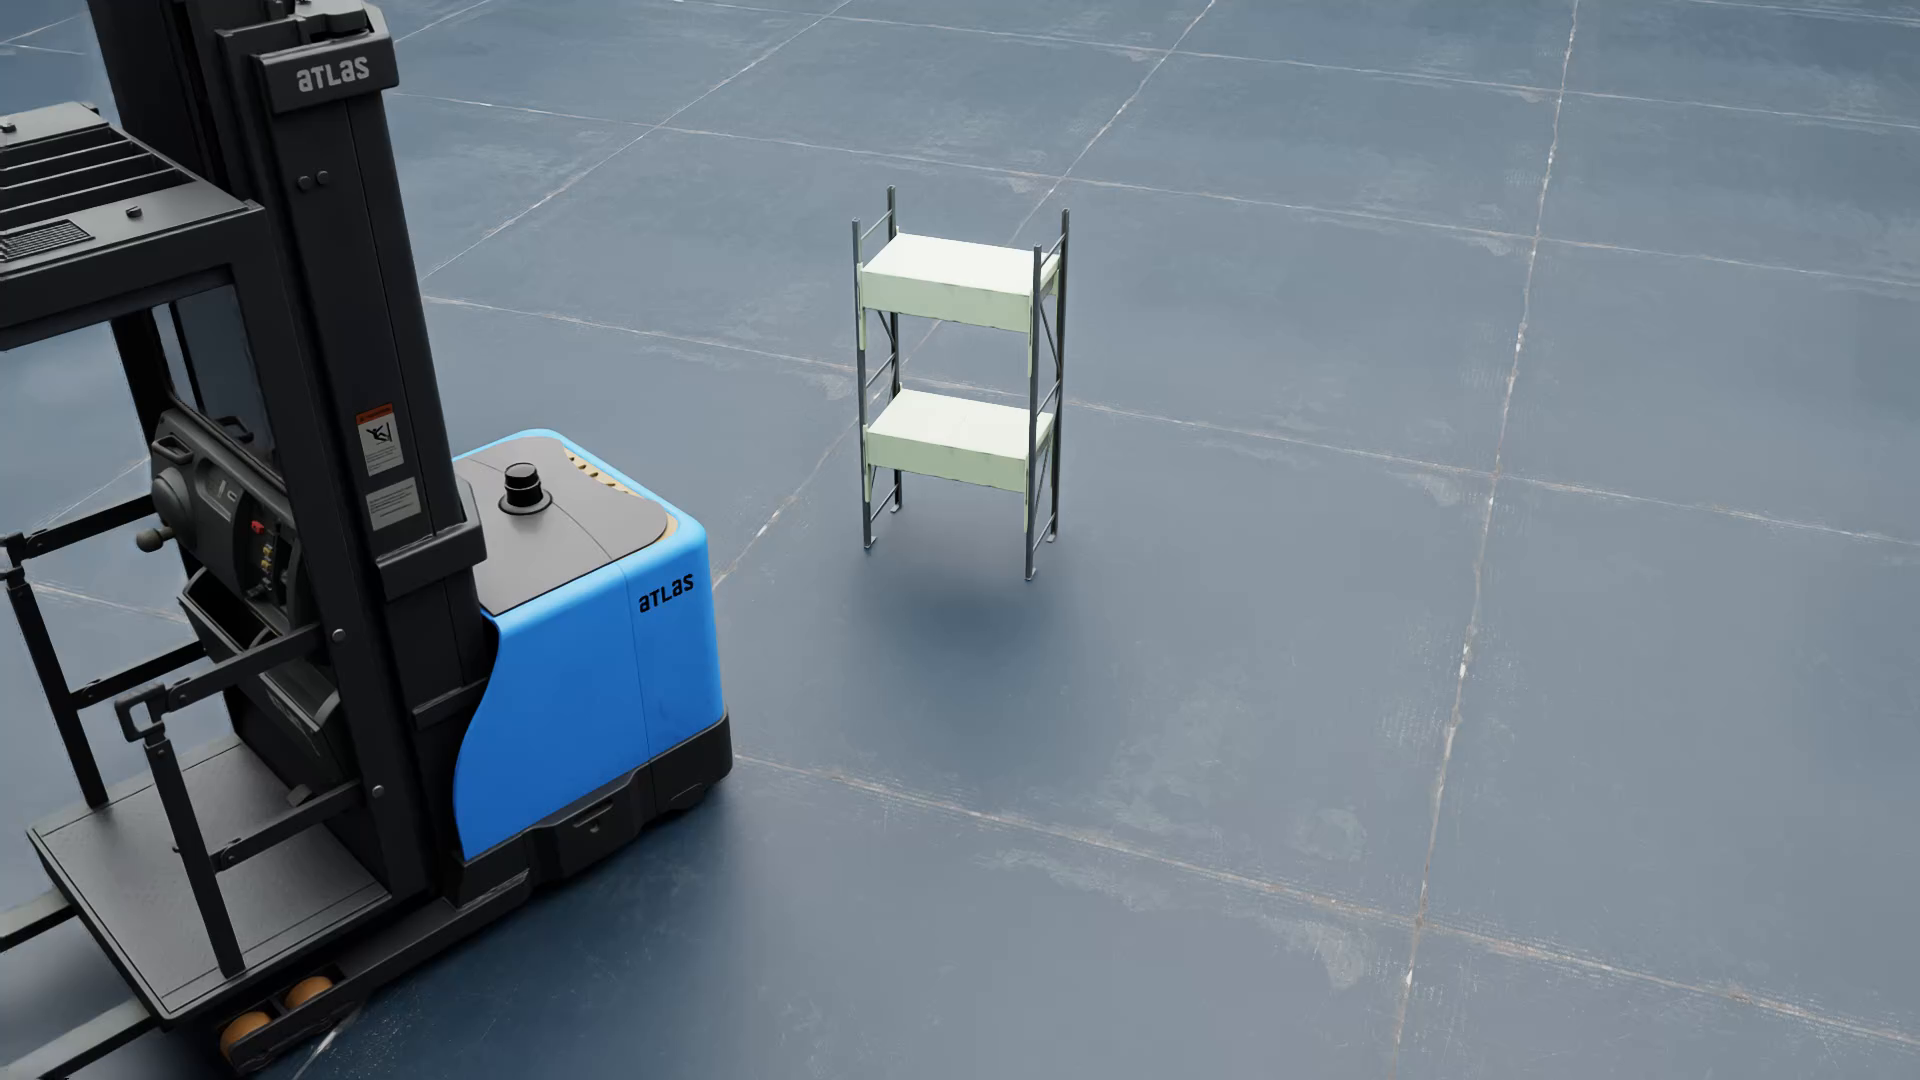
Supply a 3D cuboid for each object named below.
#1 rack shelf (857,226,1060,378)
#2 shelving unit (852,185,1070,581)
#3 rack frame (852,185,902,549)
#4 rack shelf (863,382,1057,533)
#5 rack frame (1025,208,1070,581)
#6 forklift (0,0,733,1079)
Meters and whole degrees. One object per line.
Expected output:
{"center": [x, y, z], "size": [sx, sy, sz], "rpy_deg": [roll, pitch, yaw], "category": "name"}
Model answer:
{"center": [0.006, -0.957, 6.630], "size": [0.720, 0.370, 0.431], "rpy_deg": [11, 34, 16], "category": "rack shelf"}
{"center": [0.006, -0.629, 6.841], "size": [0.755, 1.500, 0.431], "rpy_deg": [11, 34, 16], "category": "shelving unit"}
{"center": [-0.338, -0.696, 6.945], "size": [0.023, 1.500, 0.400], "rpy_deg": [11, 34, 16], "category": "rack frame"}
{"center": [0.006, -0.355, 7.018], "size": [0.720, 0.370, 0.431], "rpy_deg": [11, 34, 16], "category": "rack shelf"}
{"center": [0.351, -0.562, 6.738], "size": [0.023, 1.500, 0.400], "rpy_deg": [11, 34, 16], "category": "rack frame"}
{"center": [-2.209, -0.003, 4.552], "size": [3.031, 2.935, 1.130], "rpy_deg": [-28, 42, -36], "category": "forklift"}
